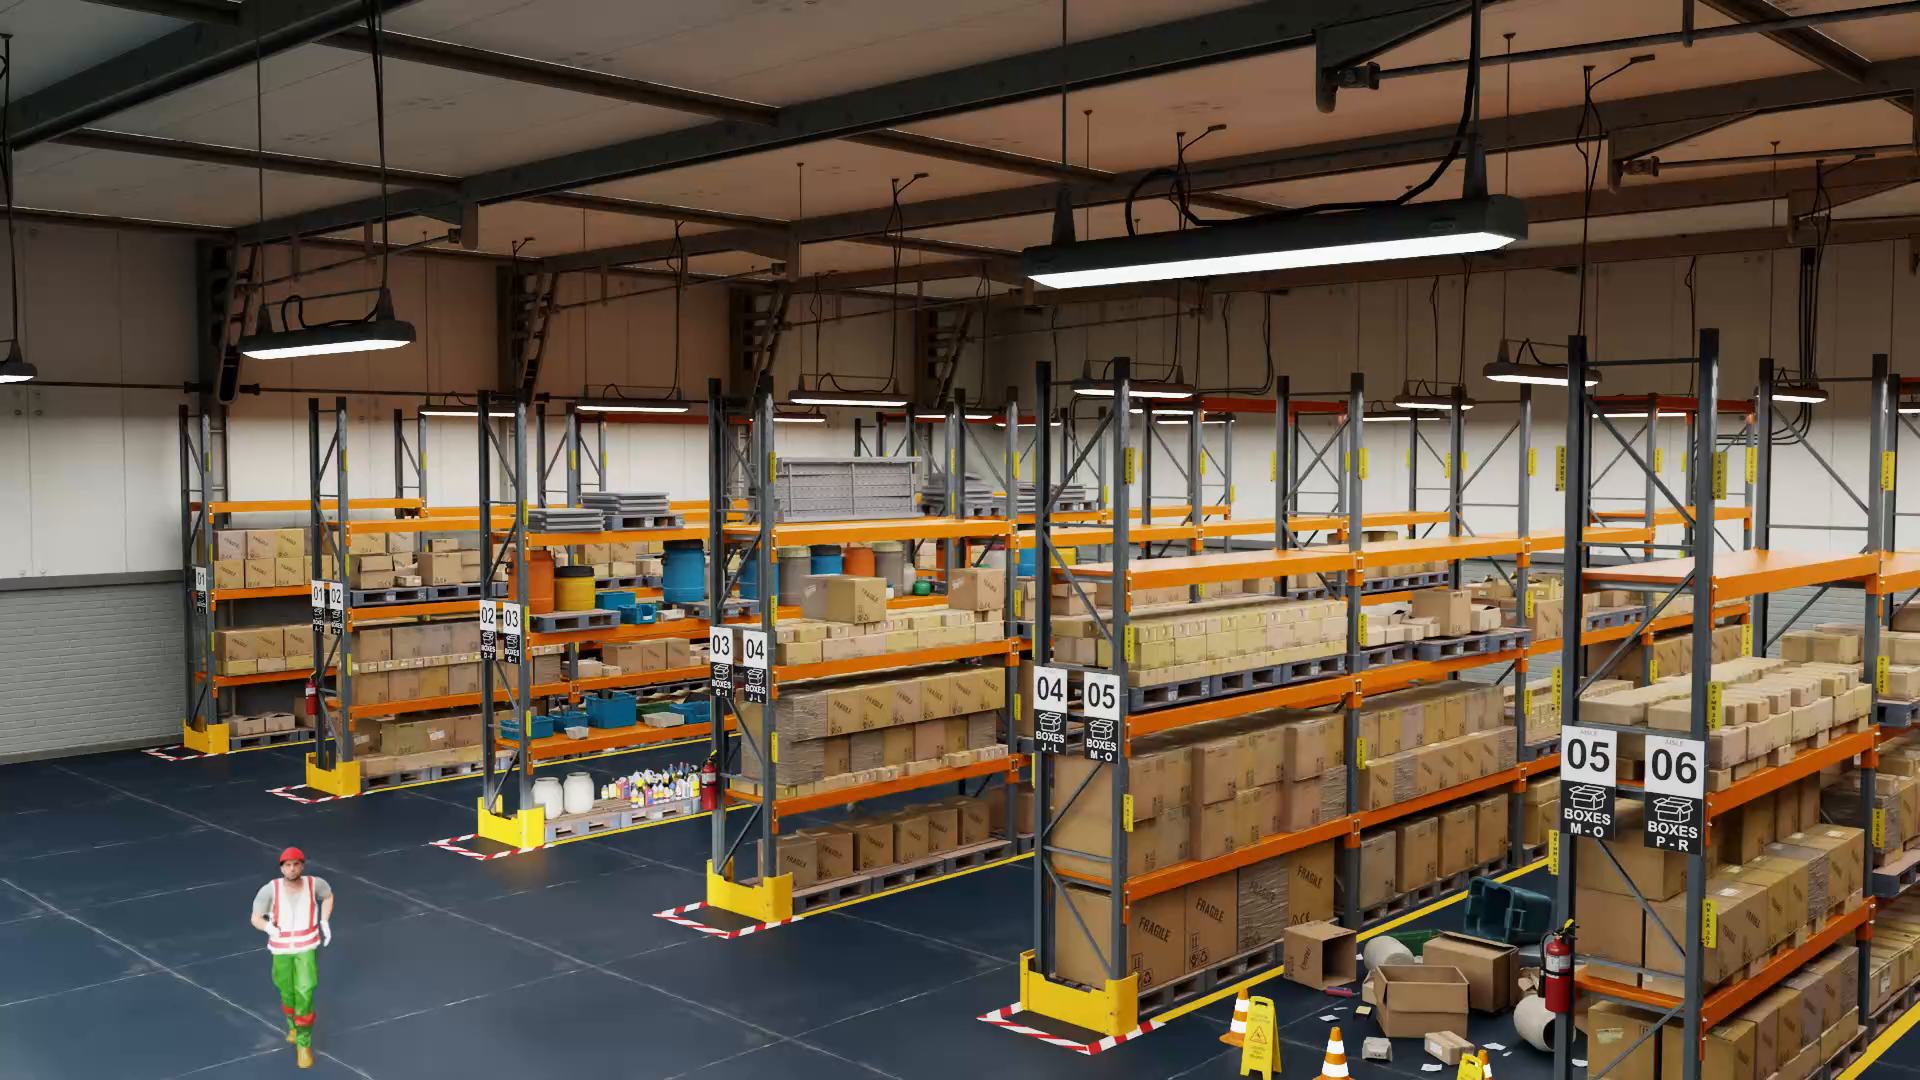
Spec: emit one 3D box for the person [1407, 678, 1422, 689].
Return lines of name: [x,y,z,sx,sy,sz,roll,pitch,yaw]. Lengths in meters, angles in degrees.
person: [7.088,2.954,26.084,0.555,1.727,0.660,3,4,40]

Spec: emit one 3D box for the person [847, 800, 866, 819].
person: [-1.365,3.140,21.824,0.640,1.789,0.669,3,4,41]

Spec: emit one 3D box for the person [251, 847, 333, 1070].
person: [-5.701,3.526,14.198,0.633,1.840,0.793,-1,3,-16]
